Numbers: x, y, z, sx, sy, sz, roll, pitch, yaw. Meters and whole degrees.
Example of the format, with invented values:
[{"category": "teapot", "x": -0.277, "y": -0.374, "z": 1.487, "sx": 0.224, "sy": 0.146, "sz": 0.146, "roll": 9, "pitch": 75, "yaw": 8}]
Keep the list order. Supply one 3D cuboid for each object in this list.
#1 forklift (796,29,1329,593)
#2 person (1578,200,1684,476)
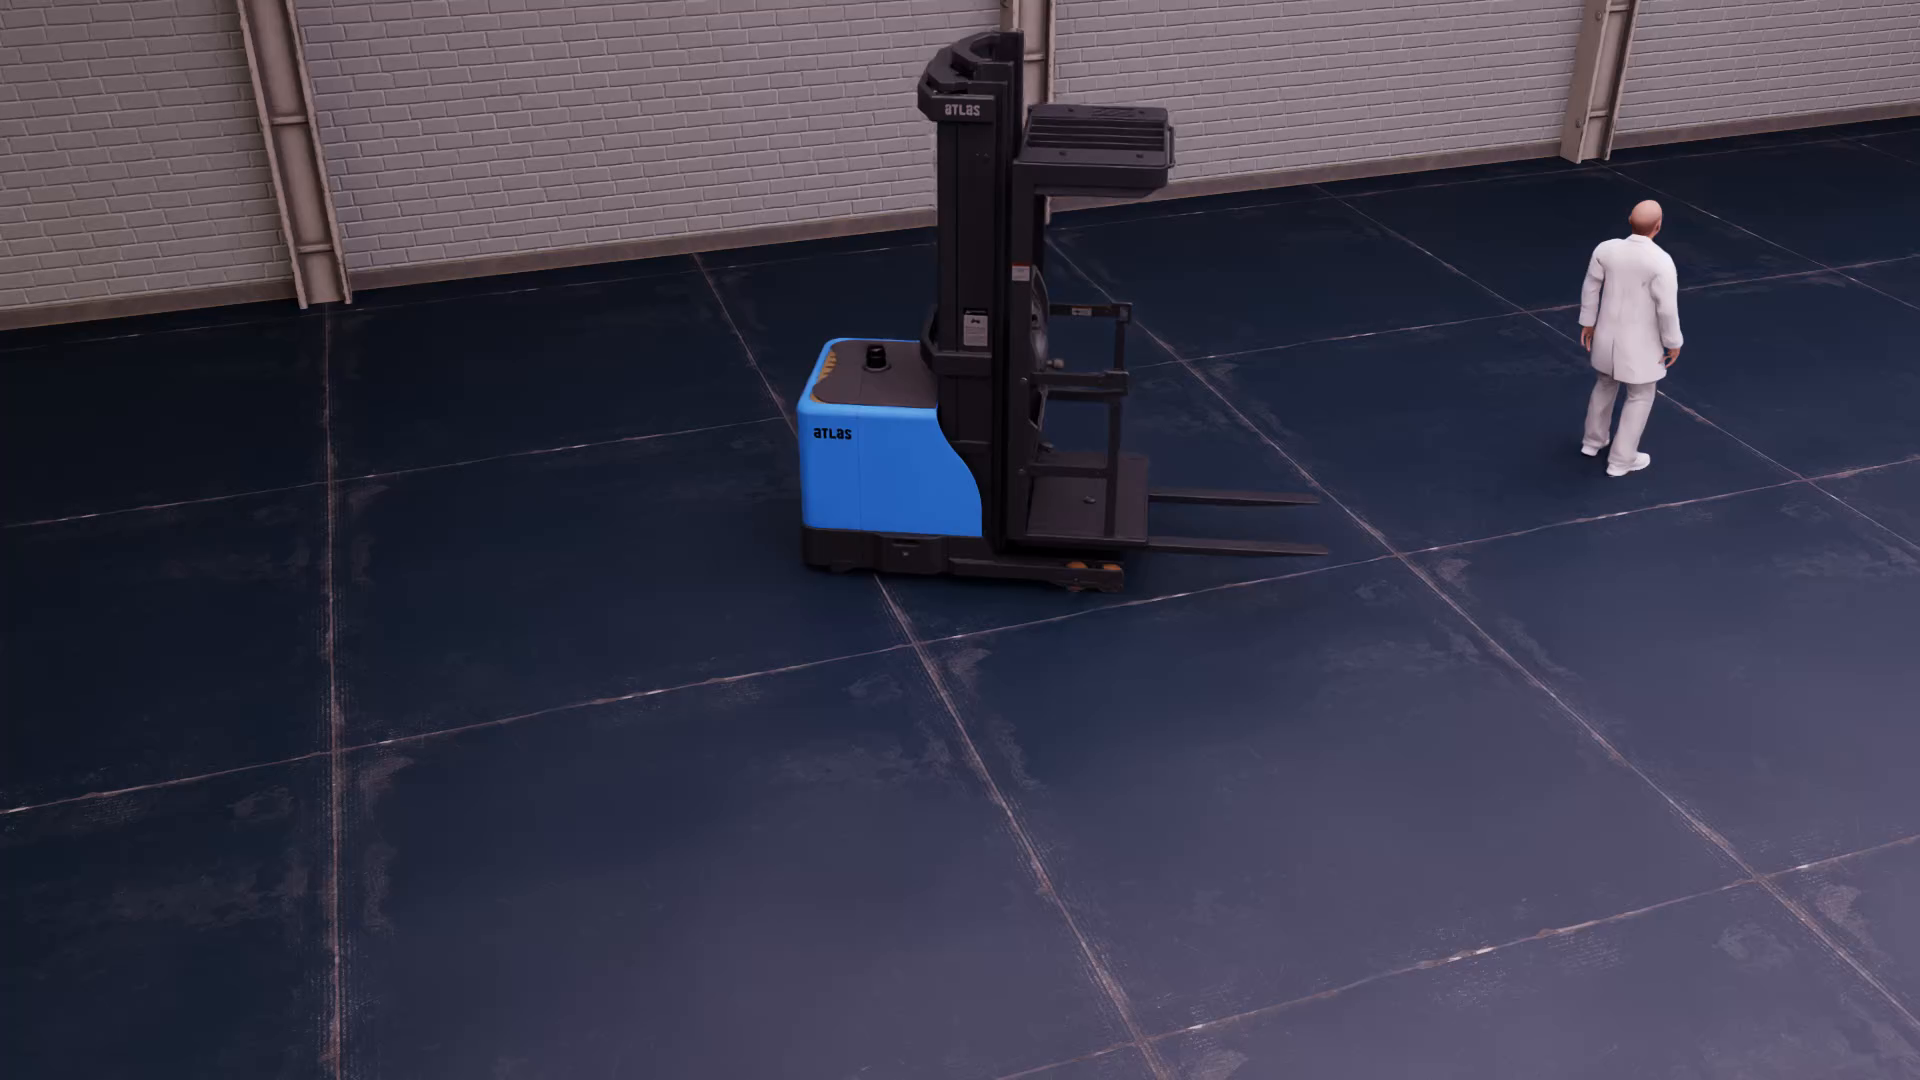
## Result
[{"category": "forklift", "x": 0.628, "y": -1.247, "z": 9.254, "sx": 3.031, "sy": 2.935, "sz": 1.130, "roll": 3, "pitch": 30, "yaw": 5}, {"category": "person", "x": 4.269, "y": -1.285, "z": 10.511, "sx": 0.511, "sy": 1.803, "sz": 0.681, "roll": -20, "pitch": 36, "yaw": -31}]
